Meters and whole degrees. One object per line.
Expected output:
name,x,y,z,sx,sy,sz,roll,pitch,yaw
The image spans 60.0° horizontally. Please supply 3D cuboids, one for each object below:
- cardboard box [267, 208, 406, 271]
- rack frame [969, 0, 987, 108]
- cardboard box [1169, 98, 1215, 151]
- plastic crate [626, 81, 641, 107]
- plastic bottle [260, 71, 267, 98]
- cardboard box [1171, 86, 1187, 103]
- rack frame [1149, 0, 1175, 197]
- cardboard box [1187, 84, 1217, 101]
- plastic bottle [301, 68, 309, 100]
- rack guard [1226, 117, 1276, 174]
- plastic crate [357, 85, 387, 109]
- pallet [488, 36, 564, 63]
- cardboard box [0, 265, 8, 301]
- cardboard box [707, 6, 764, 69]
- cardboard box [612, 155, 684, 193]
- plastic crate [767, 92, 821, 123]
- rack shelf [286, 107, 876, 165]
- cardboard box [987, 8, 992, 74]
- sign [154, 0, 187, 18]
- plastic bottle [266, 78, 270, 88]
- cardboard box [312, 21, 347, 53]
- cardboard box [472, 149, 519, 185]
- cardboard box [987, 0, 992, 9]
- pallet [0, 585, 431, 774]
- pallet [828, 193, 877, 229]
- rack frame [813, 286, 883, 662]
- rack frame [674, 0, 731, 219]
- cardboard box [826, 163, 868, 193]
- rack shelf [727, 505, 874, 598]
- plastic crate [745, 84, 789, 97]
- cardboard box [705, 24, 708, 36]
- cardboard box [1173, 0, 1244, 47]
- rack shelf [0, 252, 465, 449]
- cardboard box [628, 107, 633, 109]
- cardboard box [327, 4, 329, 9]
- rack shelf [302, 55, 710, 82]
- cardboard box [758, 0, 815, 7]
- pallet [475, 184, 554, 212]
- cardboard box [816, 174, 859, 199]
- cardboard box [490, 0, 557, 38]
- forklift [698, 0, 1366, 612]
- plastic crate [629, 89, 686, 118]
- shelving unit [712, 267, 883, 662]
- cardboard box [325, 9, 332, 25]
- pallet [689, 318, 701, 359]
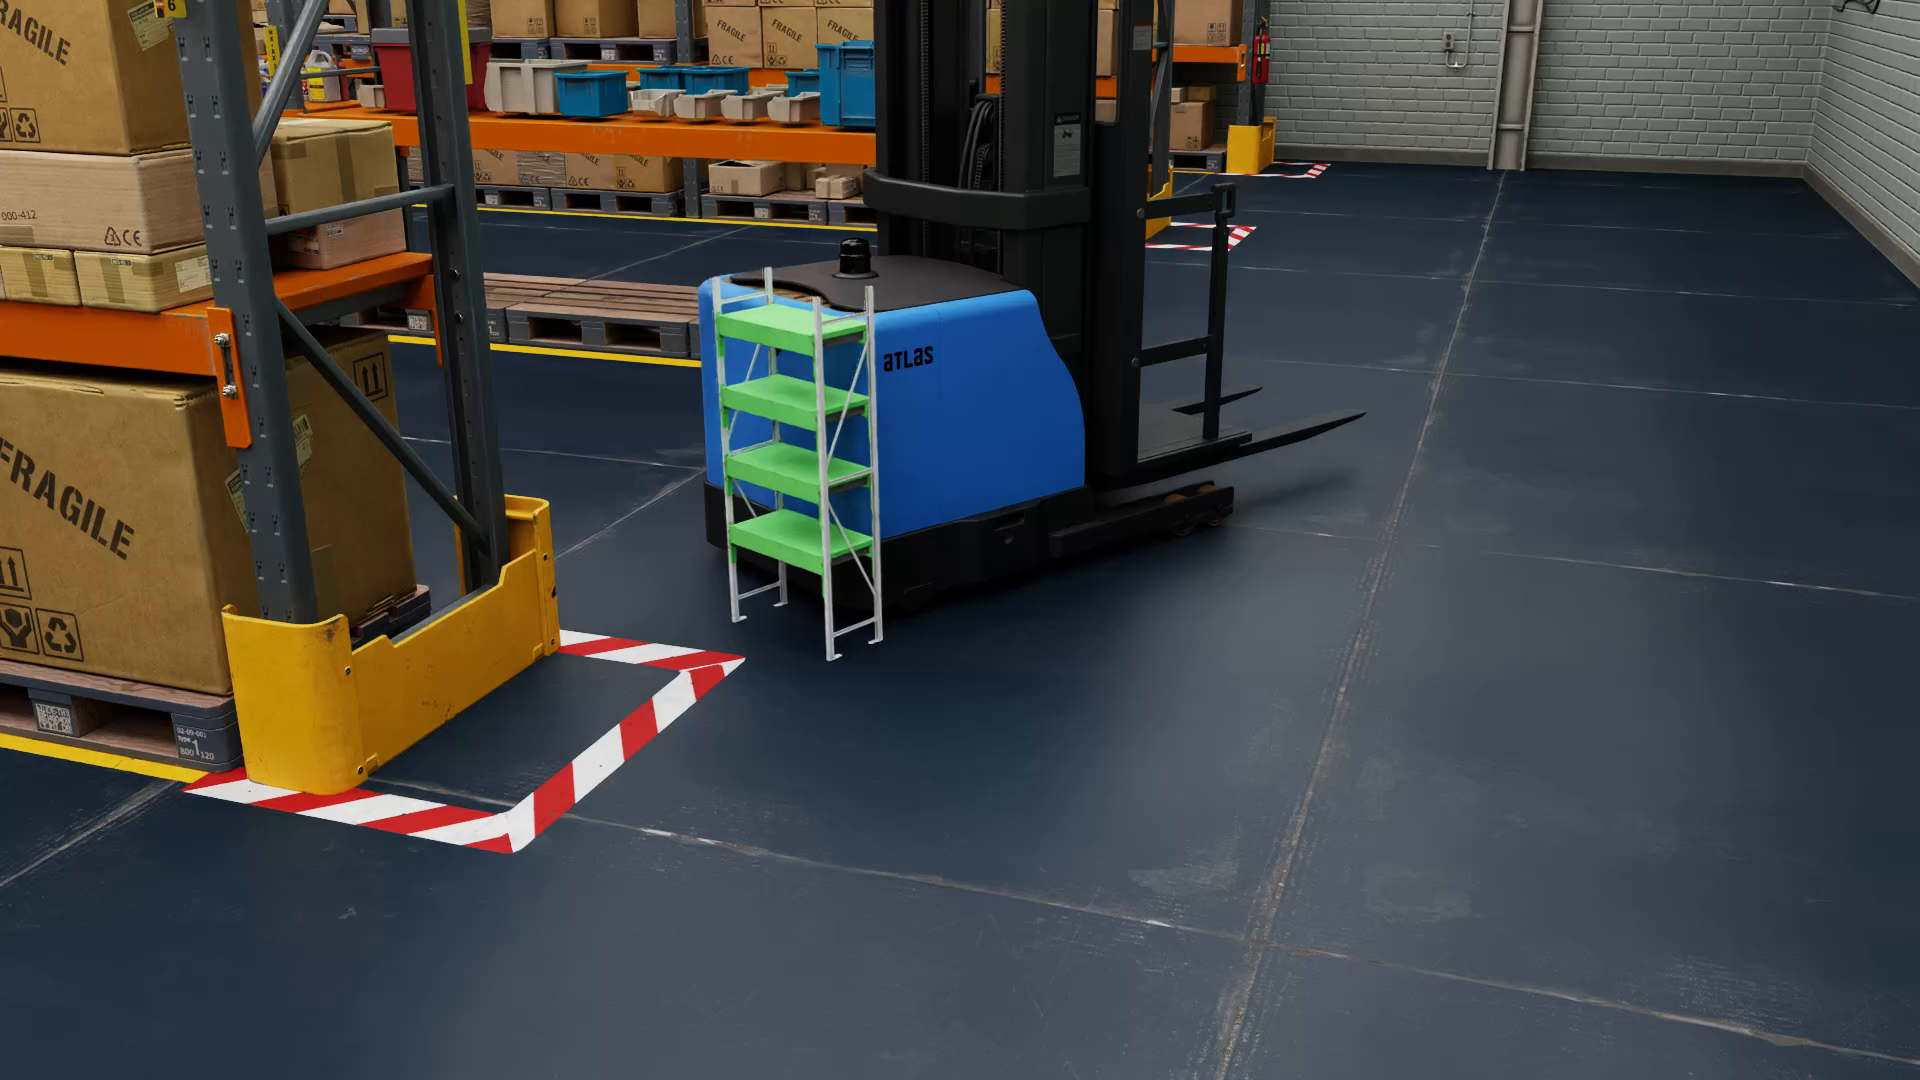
cardboard box,-1.919,-0.934,5.080,0.250,0.149,0.380,7,20,19
rack frame,-0.067,-2.452,9.052,0.127,3.000,1.000,7,20,18
cardboard box,2.490,-4.594,18.359,0.500,0.500,0.700,7,20,18
plastic crate,-2.102,-2.693,10.054,0.466,0.136,0.293,7,20,18
plastic bottle,-4.324,-2.767,10.146,0.135,0.276,0.152,7,20,18
cardboard box,2.309,-4.858,18.130,0.250,0.149,0.380,6,20,17
rack frame,1.562,-3.991,13.470,0.127,3.000,1.000,7,20,18
cardboard box,2.674,-4.949,18.392,0.250,0.149,0.380,7,20,18
plastic bottle,-4.293,-2.983,10.880,0.097,0.201,0.097,0,19,0
rack guard,3.207,-4.349,18.293,0.348,0.500,1.175,7,20,18
plastic crate,-3.452,-2.693,10.054,0.243,0.136,0.396,7,20,18
pallet,-4.156,-4.556,15.382,1.213,0.211,1.003,7,20,18
cardboard box,-2.621,-0.784,4.651,0.250,0.149,0.380,7,20,18
cardboard box,-1.824,-4.331,14.292,0.500,0.500,0.500,7,20,19
cardboard box,-2.776,-3.415,14.945,0.500,0.500,0.500,6,20,18
plastic crate,-0.896,-2.387,9.177,0.243,0.136,0.396,7,20,18
rack shelf,-1.956,-2.328,9.791,4.000,0.370,1.077,7,20,18
cardboard box,0.089,-4.113,13.666,0.500,0.500,0.500,7,20,18
sign,-1.883,-1.403,3.925,0.005,0.325,0.100,7,20,18
plastic bottle,-4.300,-2.773,10.275,0.097,0.201,0.097,0,19,0
cardboard box,-6.324,-4.866,16.115,0.500,0.311,0.500,8,21,21
cardboard box,-4.195,-3.580,15.417,0.500,0.500,0.500,6,20,16
cardboard box,0.083,-4.582,13.493,0.500,0.500,0.500,7,20,20
pallet,-2.473,0.343,5.271,1.213,0.211,1.003,7,20,18
pallet,-0.411,-2.901,14.578,1.213,0.211,1.003,7,20,18
rack frame,-0.353,-0.198,5.317,0.015,1.200,0.240,17,26,41
rack frame,-2.216,-4.423,14.709,0.127,3.000,1.000,7,20,18
cardboard box,-0.876,-3.307,14.923,0.500,0.311,0.500,7,20,18
rack shelf,-0.527,0.032,5.578,0.480,0.148,0.258,17,26,41
plastic crate,-1.108,-2.618,9.840,0.298,0.136,0.250,7,20,18
cardboard box,-2.913,-6.049,19.724,0.250,0.149,0.380,7,20,19
cardboard box,2.699,-5.726,17.989,0.700,0.700,0.980,7,21,21
rack shelf,-3.581,-0.788,5.373,4.000,0.370,1.077,7,20,18
cardboard box,-3.721,-5.459,20.308,0.750,0.750,0.750,6,20,17
cardboard box,-8.526,-7.237,21.838,0.500,0.500,0.500,6,20,17
rack shelf,-4.105,-4.300,15.447,4.000,0.370,1.077,7,20,18
cardboard box,-1.376,-4.749,13.972,0.500,0.500,0.500,6,20,16
pallet,-4.153,-3.314,15.763,1.213,0.211,1.003,7,20,18
cardboard box,-1.070,-3.090,14.521,0.250,0.166,0.380,7,20,18
cardboard box,-3.905,-4.841,15.116,0.500,0.500,0.700,1,19,4
forklift,0.480,-1.518,6.478,3.031,2.935,1.130,-16,25,-38
plastic crate,-1.722,-2.472,9.419,0.250,0.136,0.298,7,20,18
shelving unit,-0.530,-0.254,5.476,0.503,1.200,0.258,17,26,41
cardboard box,-8.525,-6.884,21.966,0.500,0.250,0.500,7,20,19
pallet,-0.833,-1.236,9.802,1.213,0.211,1.003,7,20,18
